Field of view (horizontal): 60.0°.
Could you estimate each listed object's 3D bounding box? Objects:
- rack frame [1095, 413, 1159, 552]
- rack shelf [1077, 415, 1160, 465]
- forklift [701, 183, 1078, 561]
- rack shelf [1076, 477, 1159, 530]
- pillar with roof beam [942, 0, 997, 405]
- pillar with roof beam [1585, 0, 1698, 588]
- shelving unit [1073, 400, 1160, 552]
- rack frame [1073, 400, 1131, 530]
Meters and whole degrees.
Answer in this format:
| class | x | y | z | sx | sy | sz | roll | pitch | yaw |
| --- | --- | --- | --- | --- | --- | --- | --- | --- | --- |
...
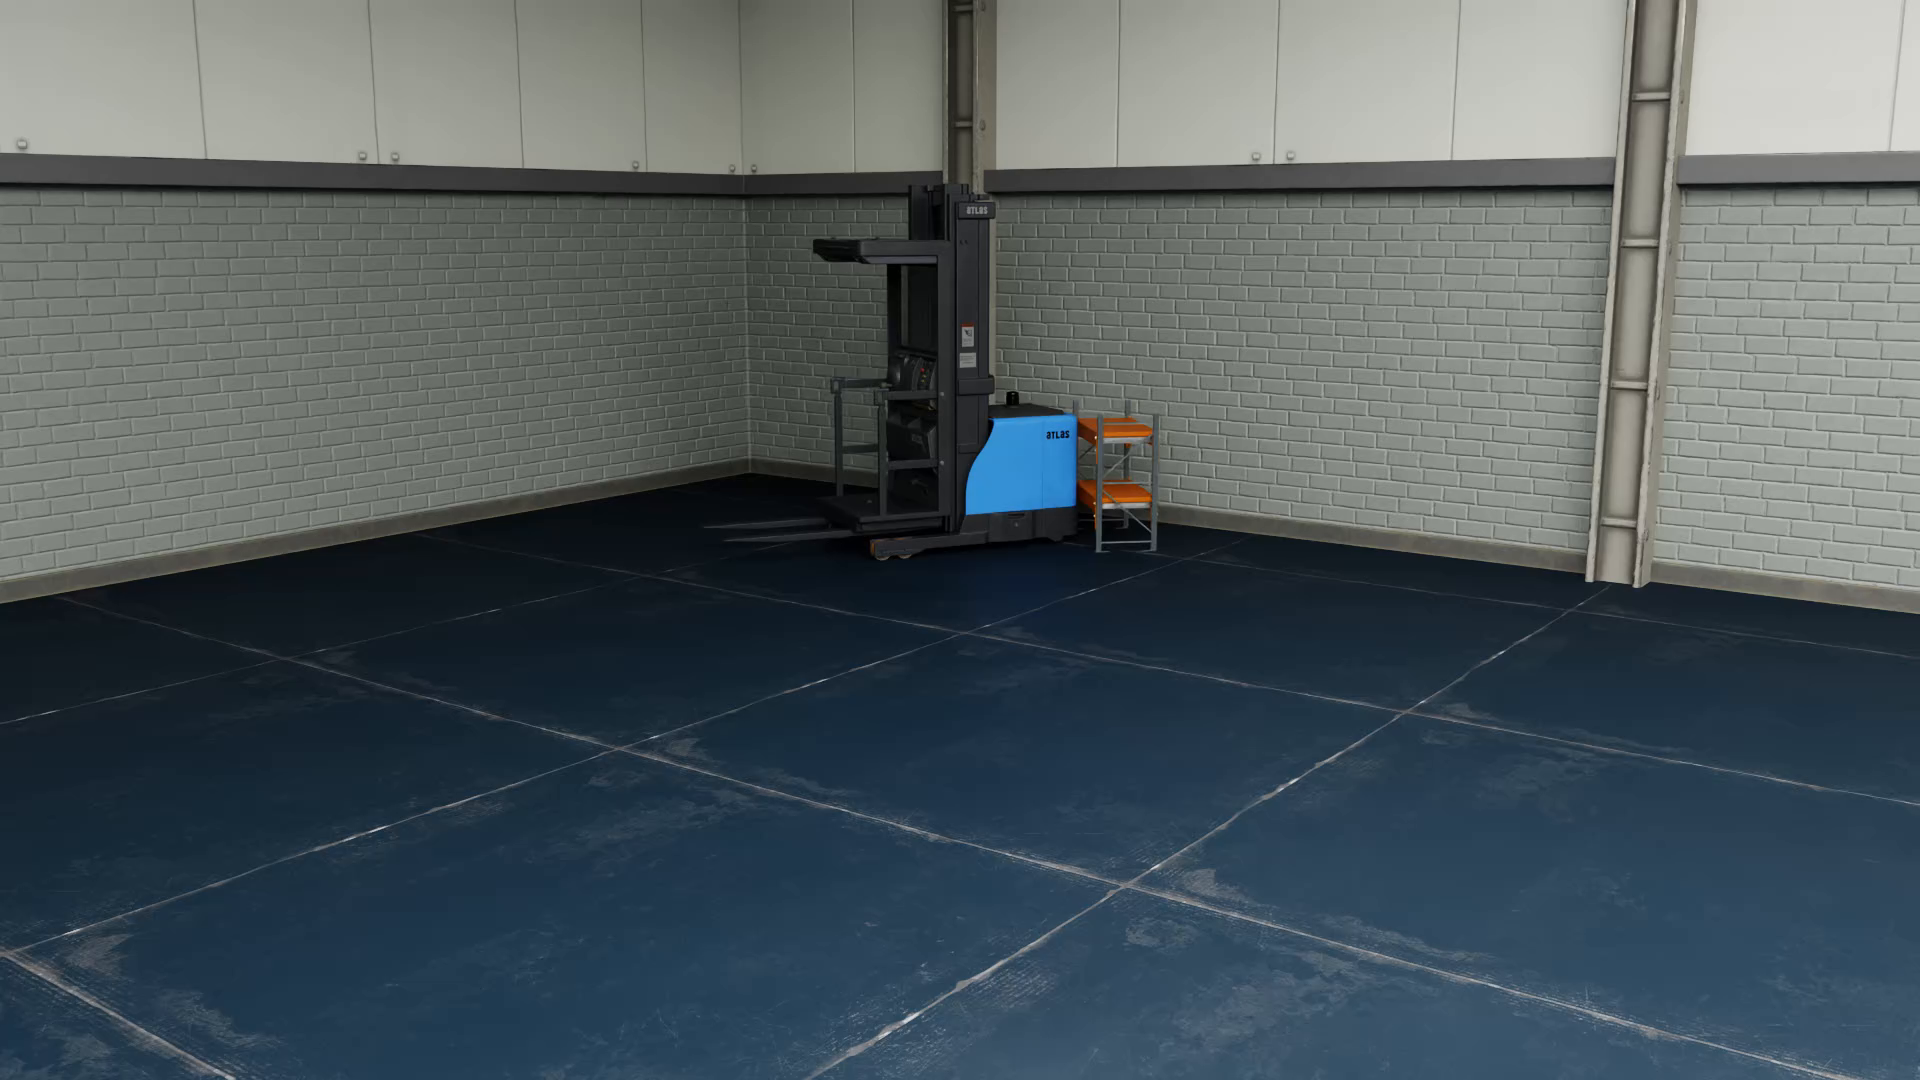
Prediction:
| class | x | y | z | sx | sy | sz | roll | pitch | yaw |
| --- | --- | --- | --- | --- | --- | --- | --- | --- | --- |
| rack frame | 1.352 | -0.460 | 13.445 | 0.500 | 1.125 | 0.032 | -1 | 11 | -7 |
| rack shelf | 1.288 | -0.843 | 13.884 | 0.538 | 0.278 | 1.000 | -1 | 11 | -7 |
| forklift | -0.575 | -1.390 | 13.497 | 3.031 | 2.935 | 1.130 | -5 | 12 | -24 |
| rack shelf | 1.288 | -0.315 | 13.986 | 0.538 | 0.278 | 1.000 | -1 | 11 | -7 |
| pillar with roof beam | -2.461 | -4.127 | 11.669 | 0.400 | 9.000 | 9.100 | 8 | 13 | 36 |
| pillar with roof beam | 2.375 | -3.452 | 8.182 | 0.400 | 9.000 | 9.100 | 8 | 13 | 36 |
| shelving unit | 1.288 | -0.556 | 13.940 | 0.538 | 1.125 | 1.048 | -1 | 11 | -7 |
| rack frame | 1.223 | -0.651 | 14.435 | 0.500 | 1.125 | 0.032 | -1 | 11 | -7 |
